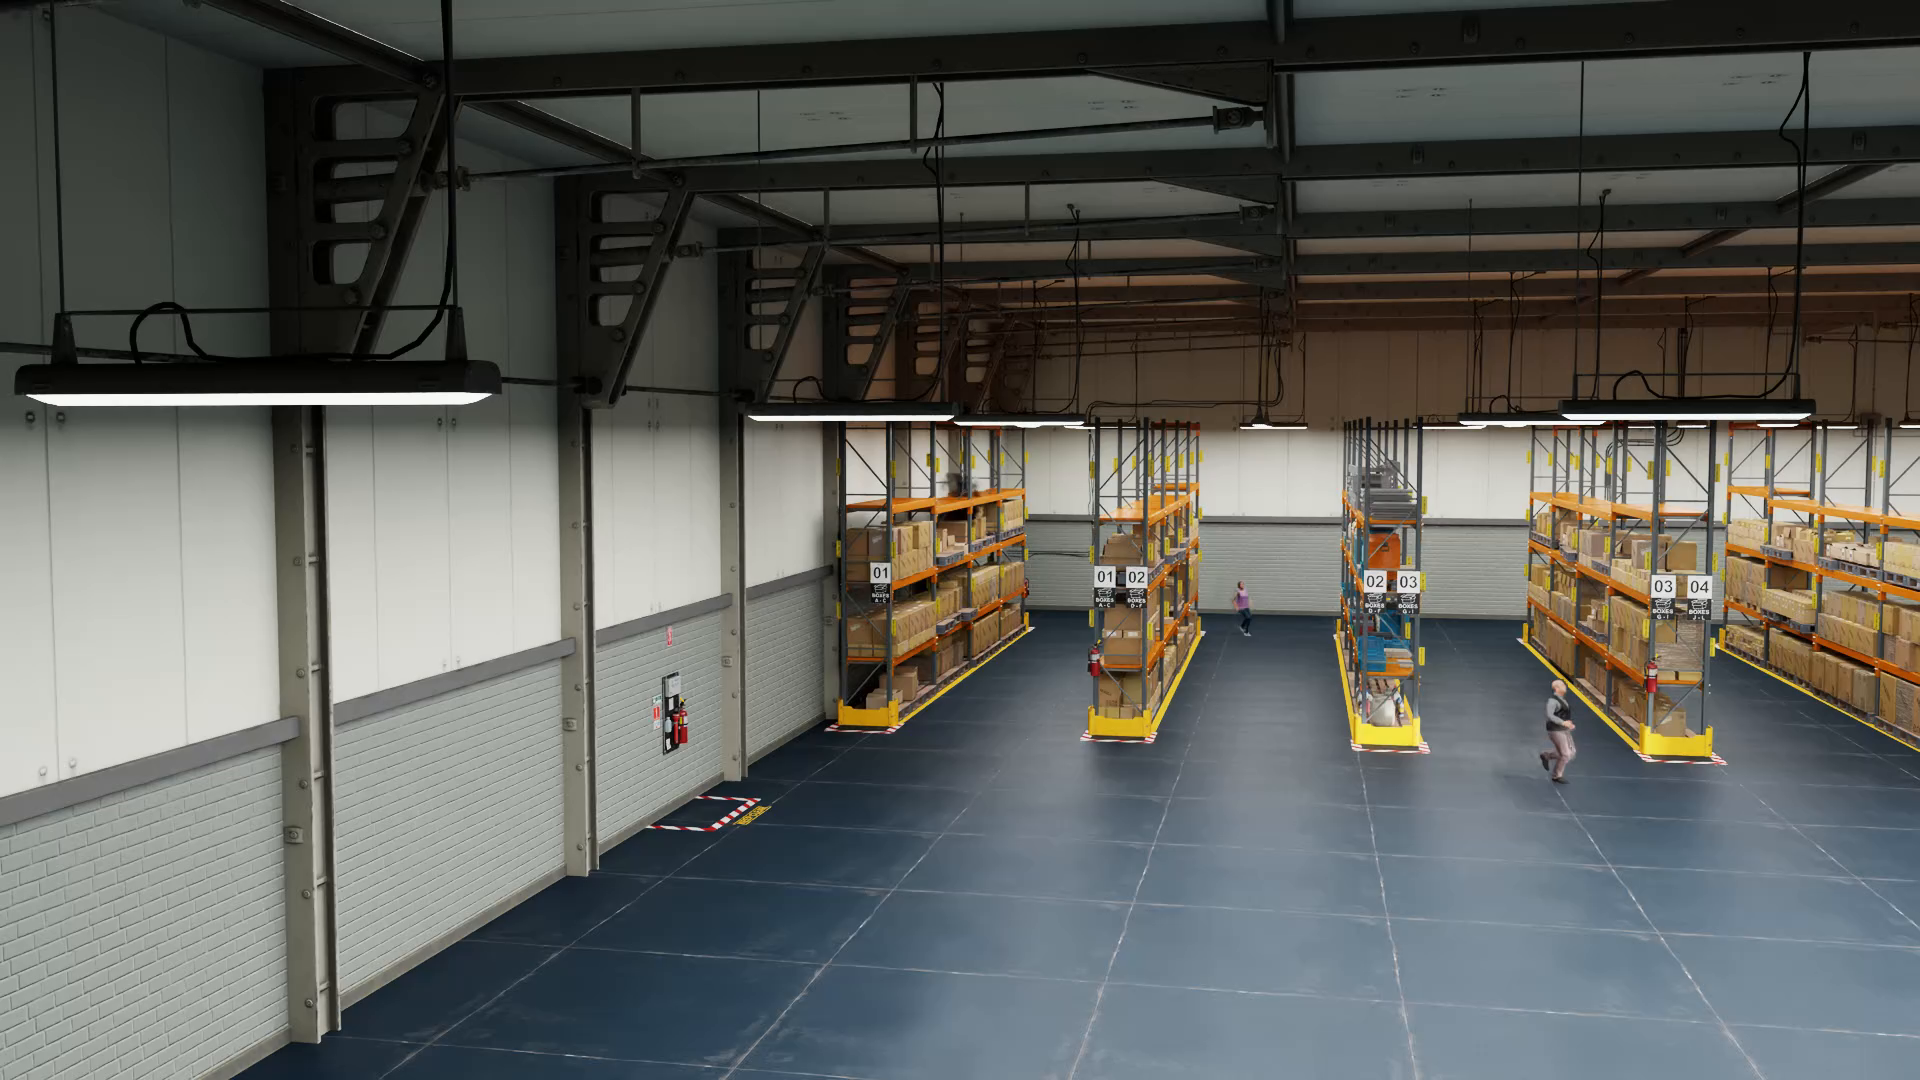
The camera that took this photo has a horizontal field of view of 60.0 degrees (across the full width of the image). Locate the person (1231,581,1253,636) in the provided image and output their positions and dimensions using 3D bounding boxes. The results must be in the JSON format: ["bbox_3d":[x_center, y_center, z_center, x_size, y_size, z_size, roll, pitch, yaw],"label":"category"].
[{"bbox_3d":[7.974,1.930,46.639,0.597,1.556,0.475,-2,4,-31],"label":"person"}]

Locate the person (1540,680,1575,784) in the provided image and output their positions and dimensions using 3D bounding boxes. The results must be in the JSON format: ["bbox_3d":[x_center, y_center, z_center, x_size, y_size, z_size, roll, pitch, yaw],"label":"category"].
[{"bbox_3d":[9.776,3.126,27.207,0.609,1.685,0.691,3,5,37],"label":"person"}]
